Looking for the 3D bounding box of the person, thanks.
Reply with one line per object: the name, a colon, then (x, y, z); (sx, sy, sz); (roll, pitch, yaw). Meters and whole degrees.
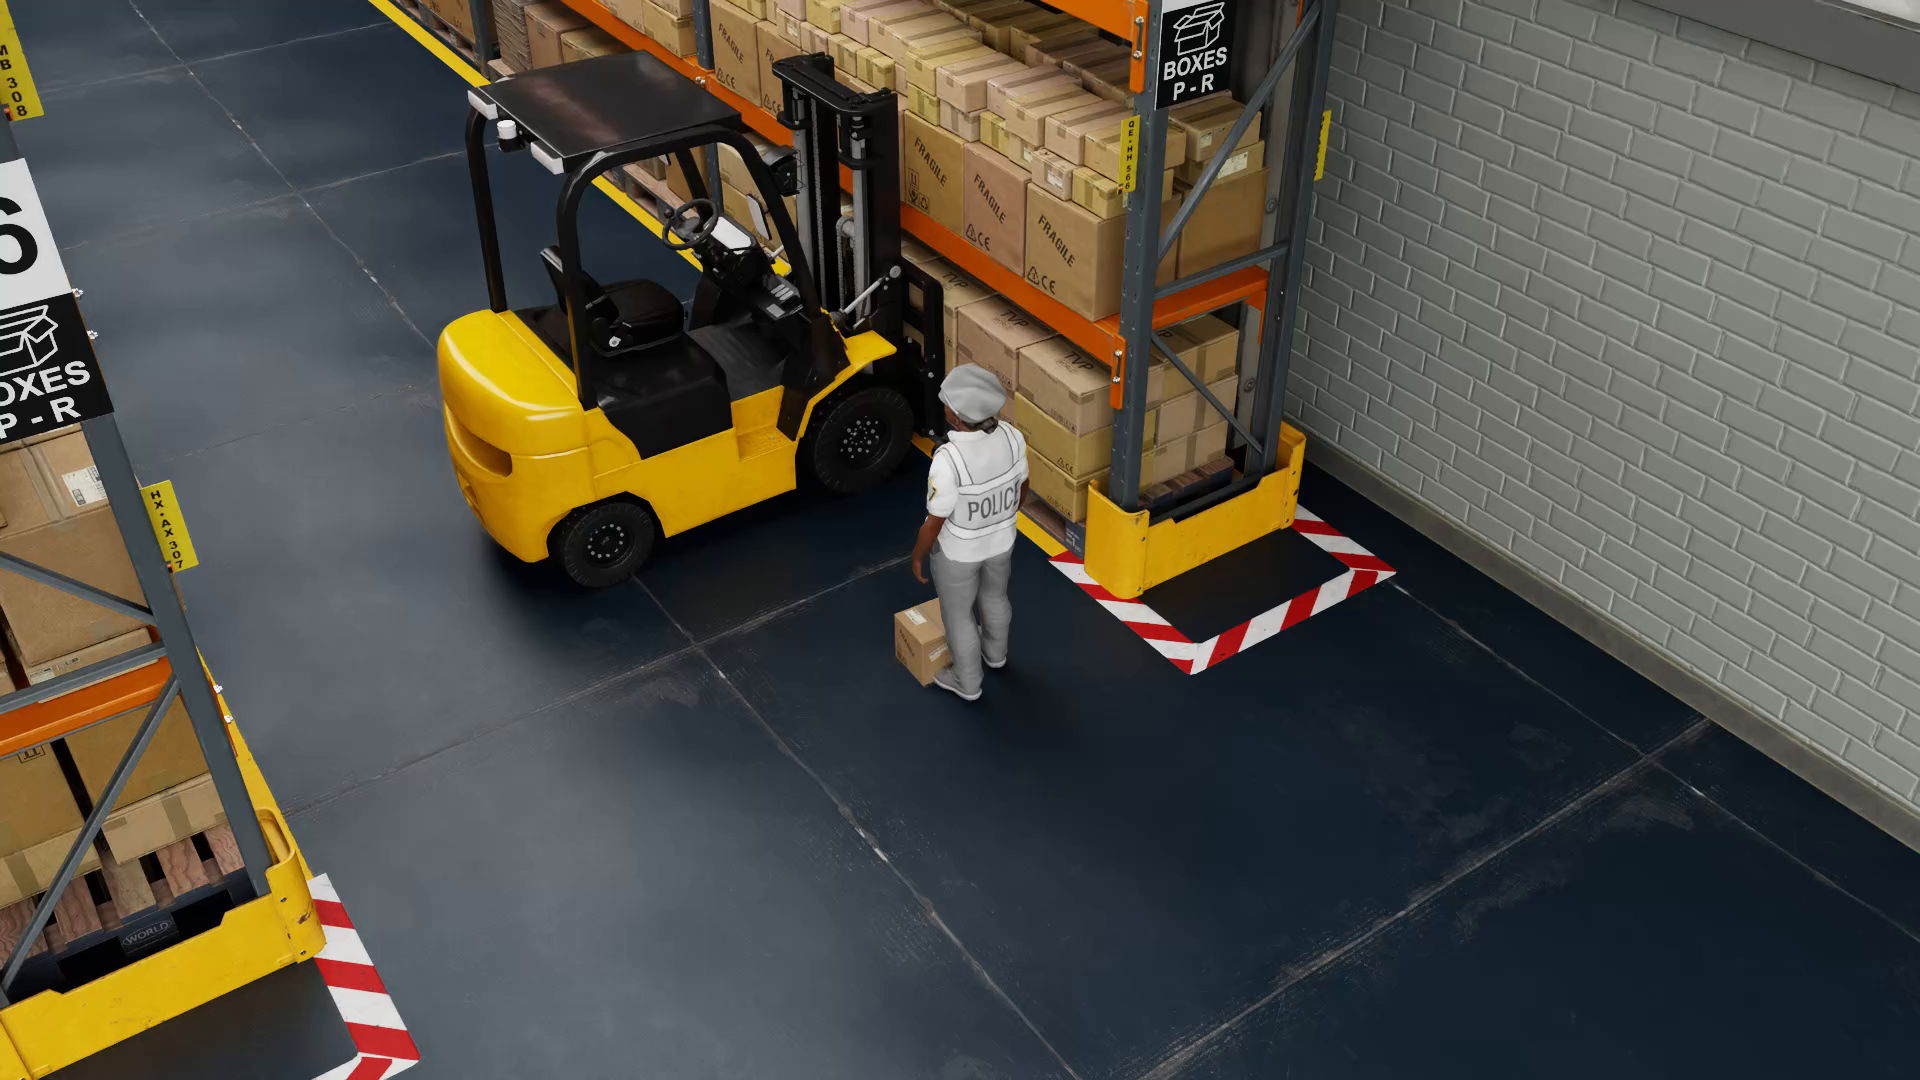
person: (0.019, -0.039, 7.010); (0.568, 1.694, 0.529); (-23, 42, -27)
